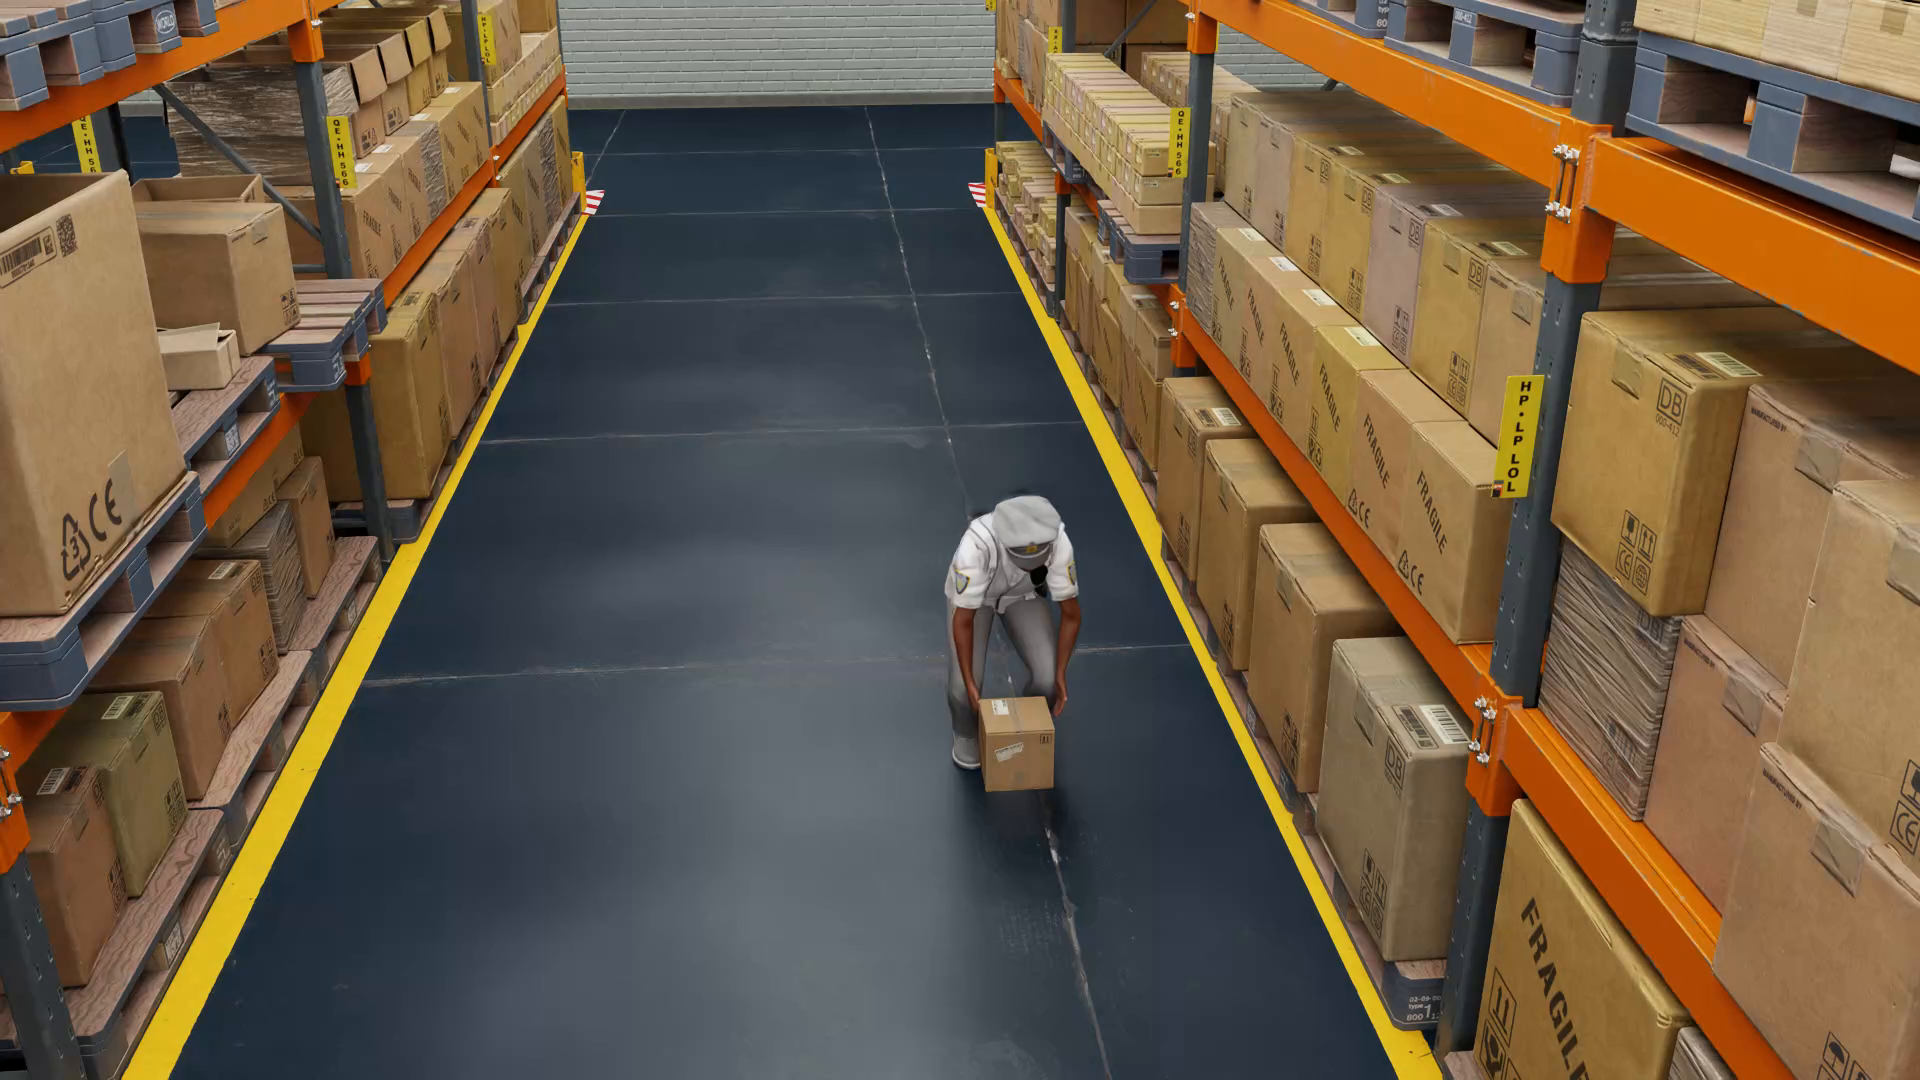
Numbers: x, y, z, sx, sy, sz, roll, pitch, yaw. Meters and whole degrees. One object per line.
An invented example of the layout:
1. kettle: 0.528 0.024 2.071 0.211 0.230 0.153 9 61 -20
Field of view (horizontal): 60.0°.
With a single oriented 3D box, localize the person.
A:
1. person: 0.199 0.329 6.410 0.502 1.222 0.787 -2 24 -5
